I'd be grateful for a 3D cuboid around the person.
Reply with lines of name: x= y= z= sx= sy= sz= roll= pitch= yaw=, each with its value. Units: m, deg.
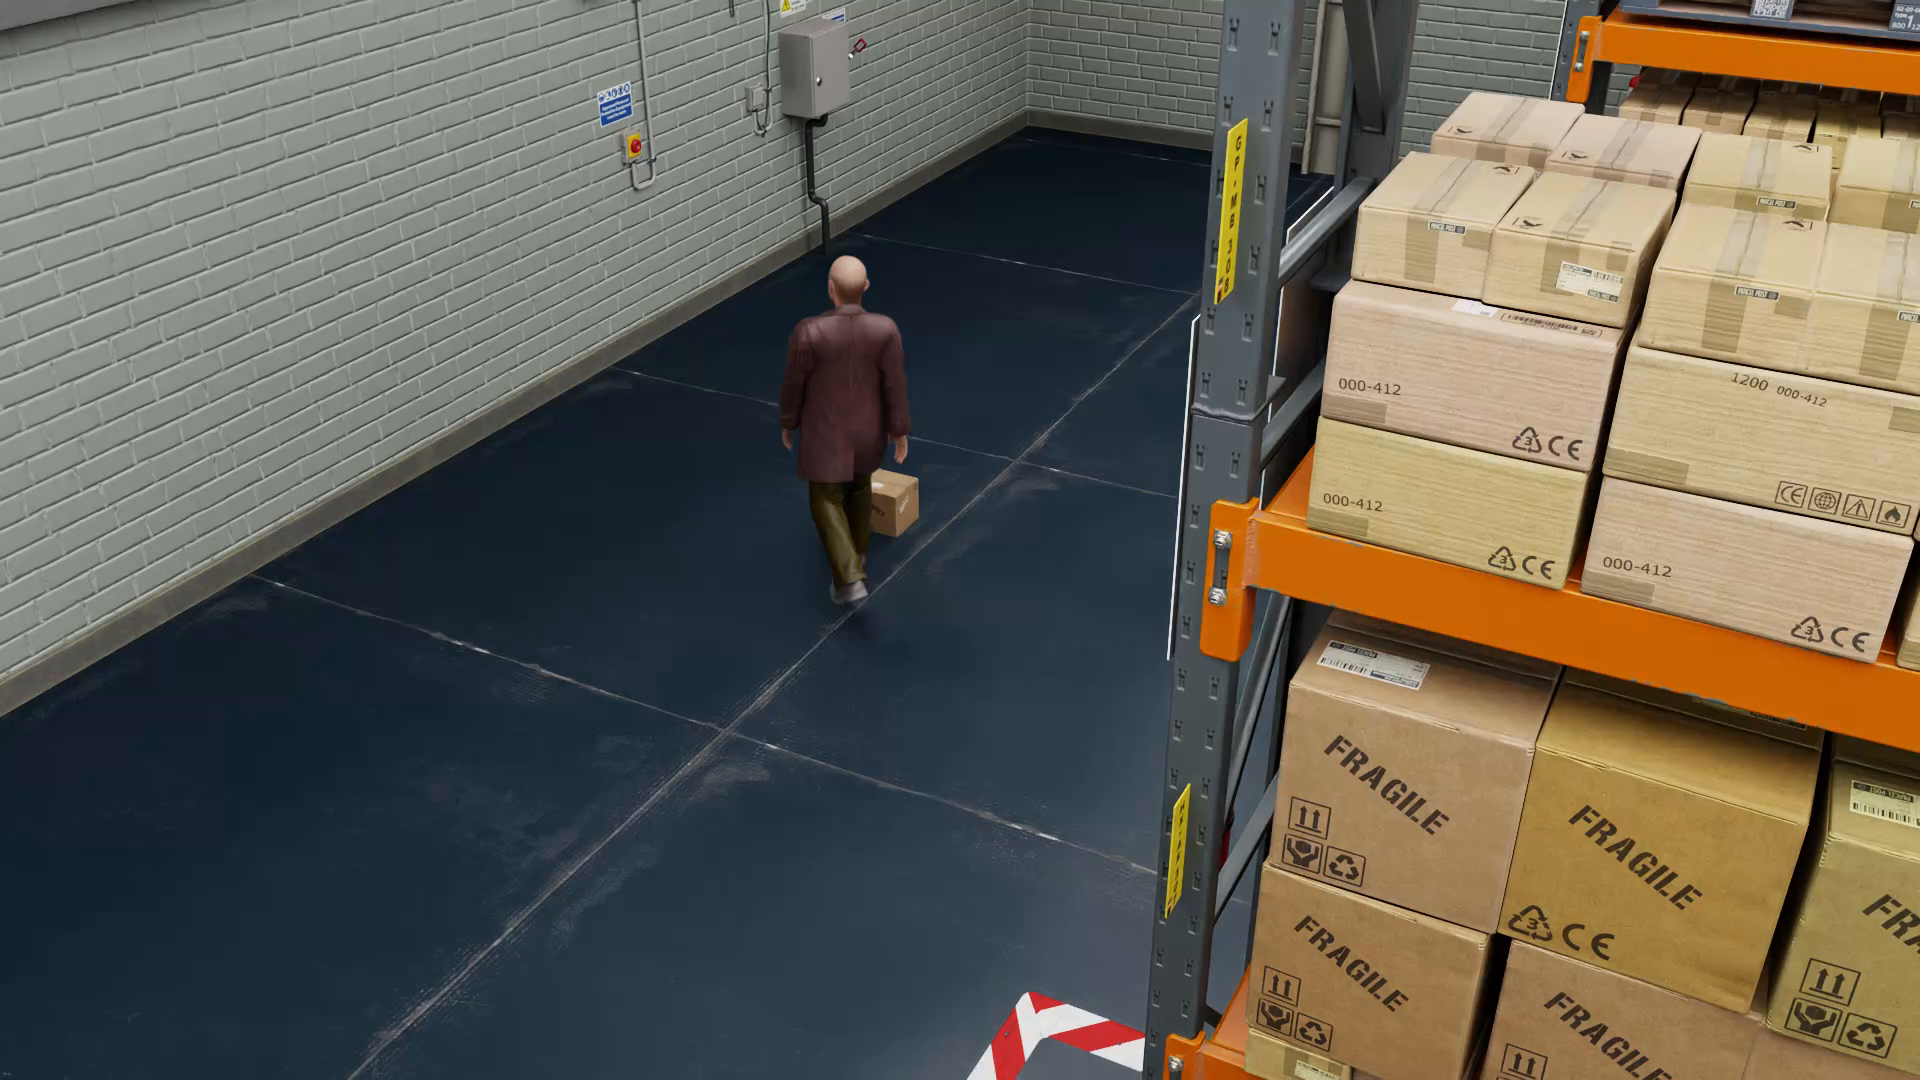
person: x=-0.557 y=-0.544 z=8.106 sx=0.619 sy=1.750 sz=0.998 roll=-10 pitch=31 yaw=-17
